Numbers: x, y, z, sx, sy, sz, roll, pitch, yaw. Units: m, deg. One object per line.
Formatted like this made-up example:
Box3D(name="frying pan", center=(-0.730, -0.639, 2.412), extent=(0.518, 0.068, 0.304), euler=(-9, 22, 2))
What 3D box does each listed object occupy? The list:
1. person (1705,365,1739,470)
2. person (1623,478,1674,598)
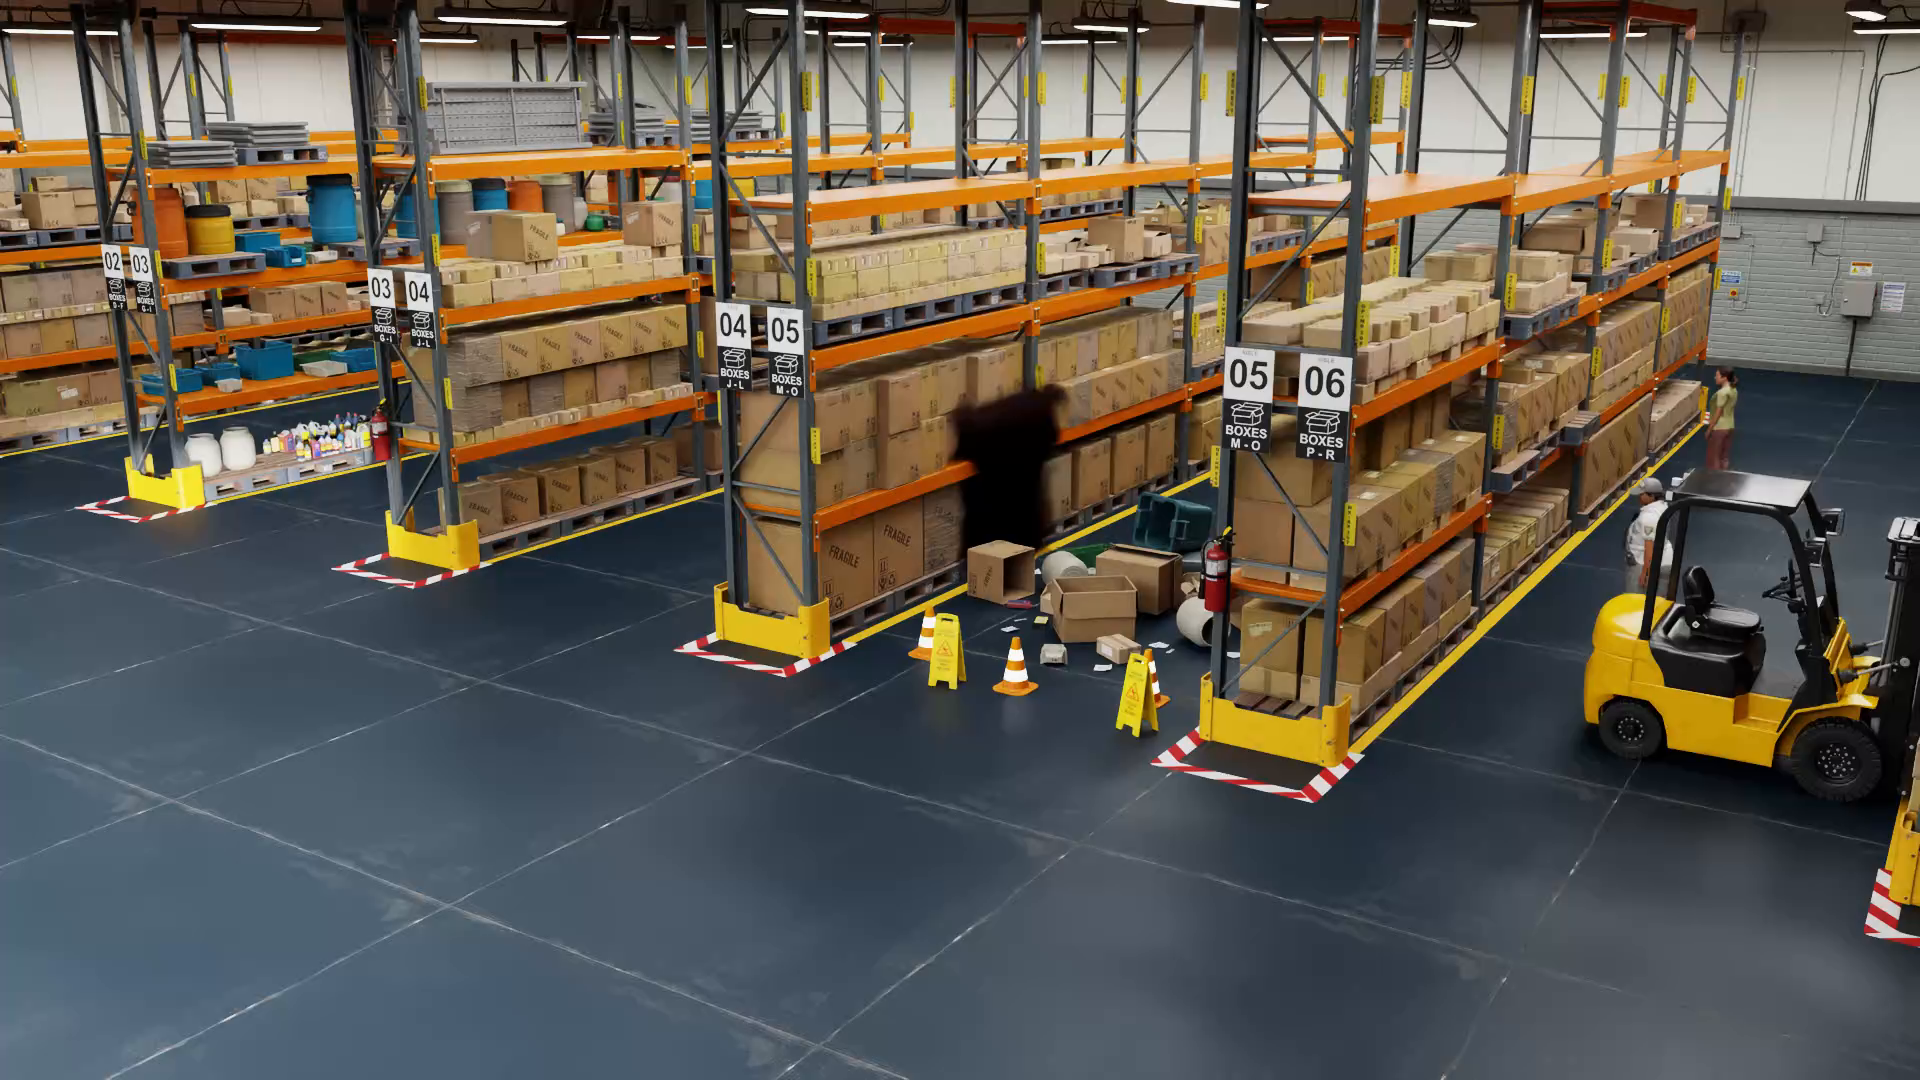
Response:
Box3D(name="person", center=(9.585, -1.377, 21.030), extent=(0.457, 1.684, 0.359), euler=(-14, 21, -41))
Box3D(name="person", center=(6.330, 0.245, 15.277), extent=(0.512, 1.673, 0.431), euler=(-8, 18, -28))
